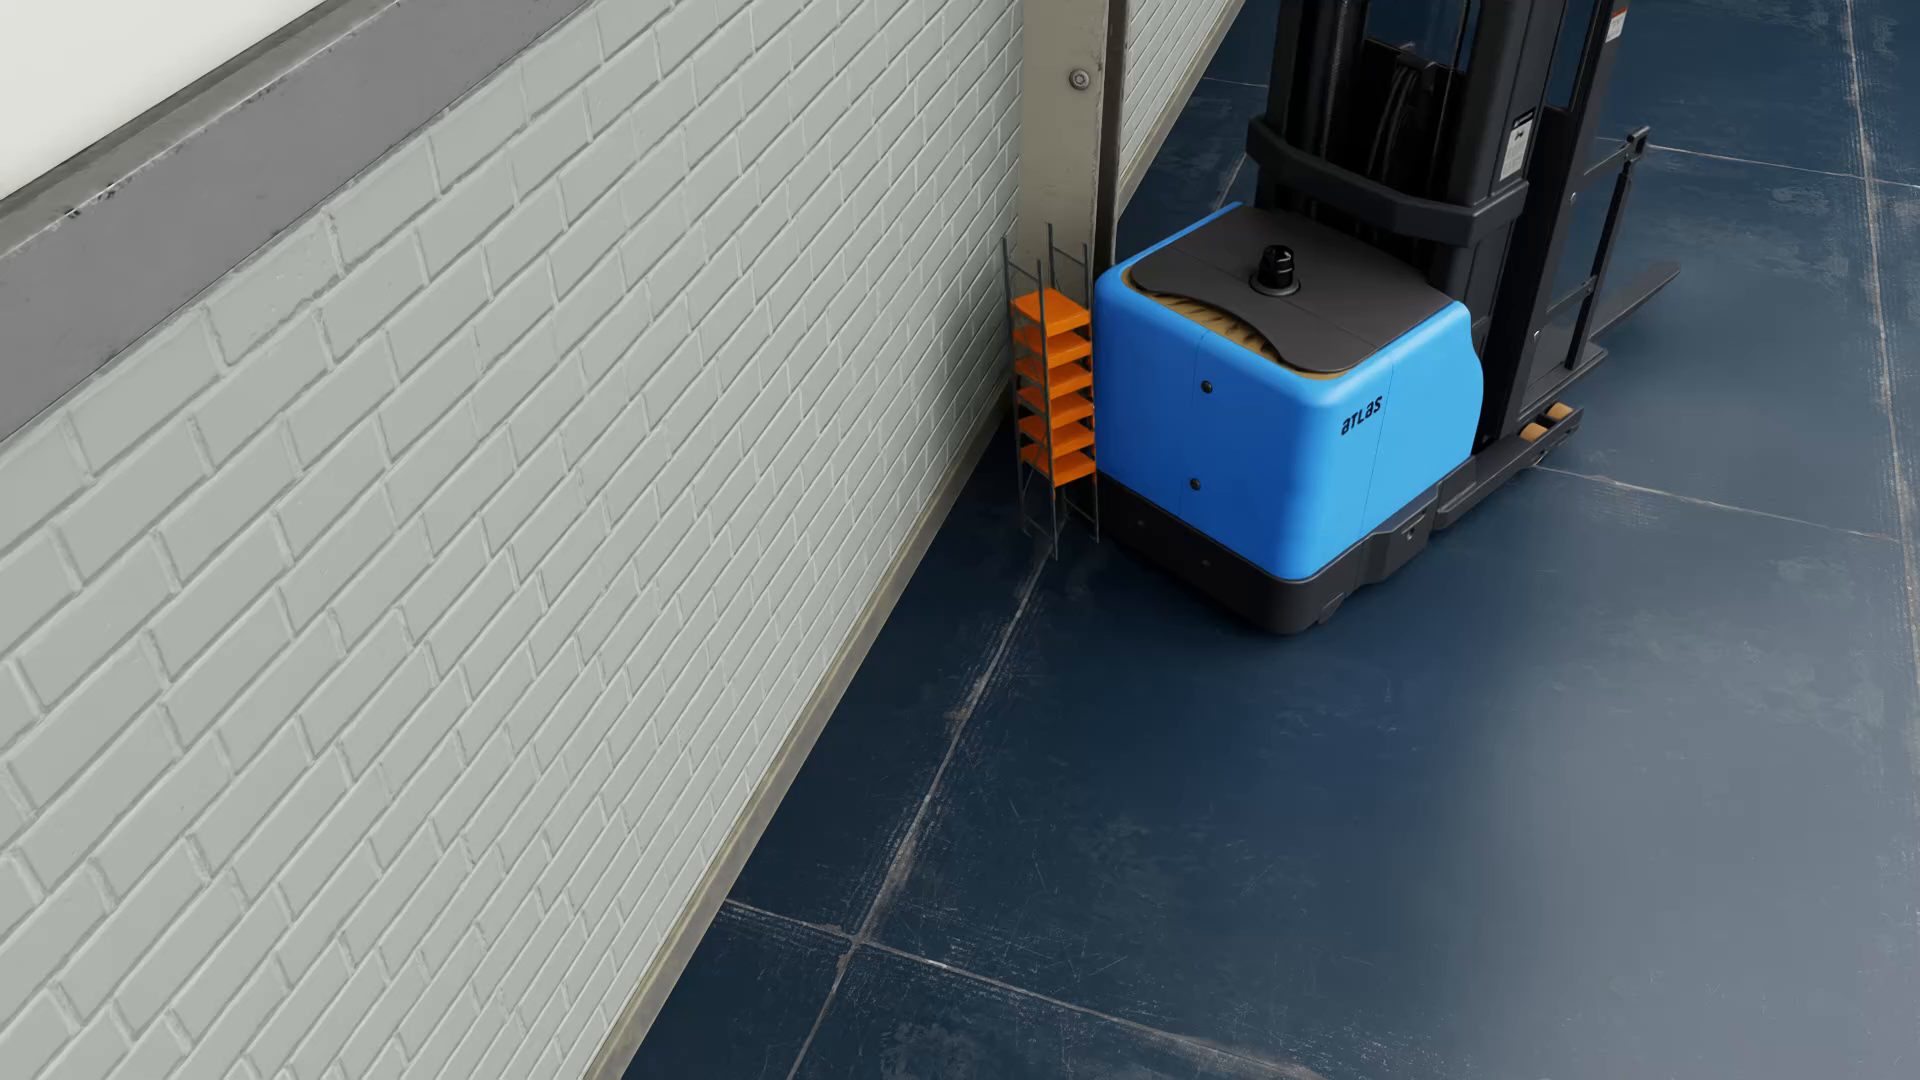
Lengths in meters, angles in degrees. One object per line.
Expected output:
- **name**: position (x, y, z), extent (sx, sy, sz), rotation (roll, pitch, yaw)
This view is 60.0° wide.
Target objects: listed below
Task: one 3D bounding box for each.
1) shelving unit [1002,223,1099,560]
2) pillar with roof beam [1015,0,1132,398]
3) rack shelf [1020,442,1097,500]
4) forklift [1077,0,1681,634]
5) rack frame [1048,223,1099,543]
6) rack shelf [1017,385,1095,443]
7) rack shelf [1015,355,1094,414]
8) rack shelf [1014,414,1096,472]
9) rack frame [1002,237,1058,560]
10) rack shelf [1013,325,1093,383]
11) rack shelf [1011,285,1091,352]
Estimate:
- **shelving unit**: position (0.329, -0.505, 5.894), extent (0.189, 1.200, 0.258), rotation (-22, 38, -22)
- **pillar with roof beam**: position (4.476, -3.195, 3.062), extent (9.100, 9.000, 0.400), rotation (13, 42, 15)
- **rack shelf**: position (0.351, -0.271, 6.055), extent (0.180, 0.103, 0.258), rotation (-22, 38, -22)
- **forklift**: position (1.854, -1.630, 5.902), extent (3.031, 2.935, 1.130), rotation (-32, 50, -32)
- **rack frame**: position (0.408, -0.536, 5.929), extent (0.006, 1.200, 0.240), rotation (-22, 38, -22)
- **rack shelf**: position (0.333, -0.468, 5.919), extent (0.180, 0.103, 0.258), rotation (-22, 38, -22)
- **rack shelf**: position (0.323, -0.567, 5.851), extent (0.180, 0.103, 0.258), rotation (-22, 38, -22)
- **rack shelf**: position (0.342, -0.370, 5.987), extent (0.180, 0.103, 0.258), rotation (-22, 38, -22)
- **rack frame**: position (0.250, -0.473, 5.859), extent (0.006, 1.200, 0.240), rotation (-22, 38, -22)
- **rack shelf**: position (0.314, -0.665, 5.784), extent (0.180, 0.103, 0.258), rotation (-22, 38, -22)
- **rack shelf**: position (0.305, -0.764, 5.716), extent (0.180, 0.103, 0.258), rotation (-22, 38, -22)
